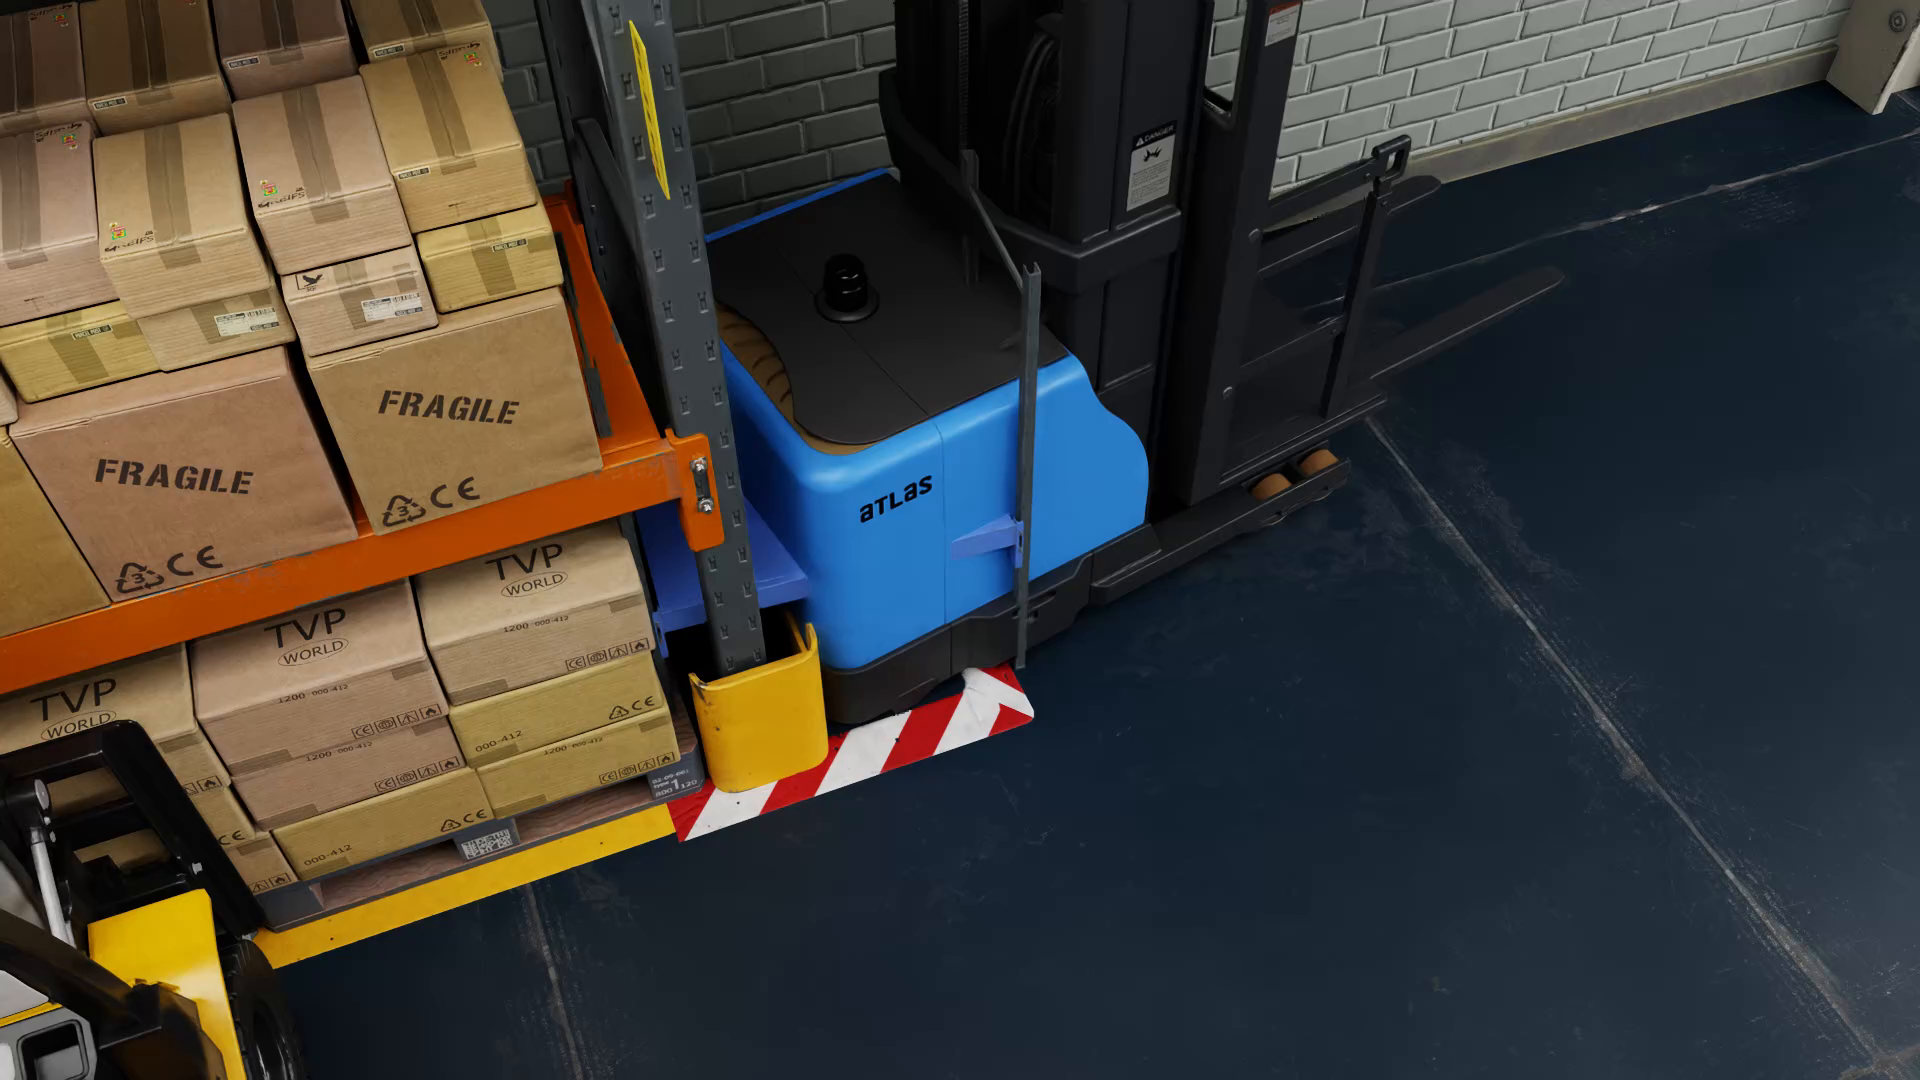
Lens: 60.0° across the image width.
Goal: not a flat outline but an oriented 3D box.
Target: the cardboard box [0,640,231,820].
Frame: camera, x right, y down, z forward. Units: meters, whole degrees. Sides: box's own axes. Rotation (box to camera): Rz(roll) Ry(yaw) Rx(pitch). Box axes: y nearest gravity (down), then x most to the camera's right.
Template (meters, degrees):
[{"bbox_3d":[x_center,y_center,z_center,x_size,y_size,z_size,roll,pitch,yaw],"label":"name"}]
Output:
[{"bbox_3d":[-1.998,0.379,3.823,0.500,0.250,0.500,-17,51,-14],"label":"cardboard box"}]

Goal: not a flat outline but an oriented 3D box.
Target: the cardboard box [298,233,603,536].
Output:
[{"bbox_3d":[-1.112,-0.414,3.563,0.500,0.500,0.500,-18,52,-15],"label":"cardboard box"}]

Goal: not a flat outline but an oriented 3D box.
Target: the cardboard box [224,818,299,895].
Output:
[{"bbox_3d":[-2.002,0.682,4.223,0.500,0.250,0.500,-17,51,-14],"label":"cardboard box"}]

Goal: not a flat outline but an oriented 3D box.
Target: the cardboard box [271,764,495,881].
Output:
[{"bbox_3d":[-1.535,0.544,4.341,0.500,0.250,0.500,-17,52,-14],"label":"cardboard box"}]

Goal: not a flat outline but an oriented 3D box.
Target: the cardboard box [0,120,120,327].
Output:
[{"bbox_3d":[-1.715,-0.592,3.091,0.250,0.149,0.380,-17,51,-14],"label":"cardboard box"}]

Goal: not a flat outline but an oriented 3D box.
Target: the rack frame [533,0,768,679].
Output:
[{"bbox_3d":[-0.756,-0.707,3.880,0.127,3.000,1.000,-17,52,-14],"label":"rack frame"}]

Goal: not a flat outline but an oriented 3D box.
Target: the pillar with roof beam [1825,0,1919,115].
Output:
[{"bbox_3d":[5.441,-1.793,0.858,0.400,9.000,9.100,-17,52,-14],"label":"pillar with roof beam"}]

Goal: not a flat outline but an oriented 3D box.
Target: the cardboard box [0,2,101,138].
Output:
[{"bbox_3d":[-1.876,-0.904,3.360,0.250,0.149,0.380,-17,51,-14],"label":"cardboard box"}]

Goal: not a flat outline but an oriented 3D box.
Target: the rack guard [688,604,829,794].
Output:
[{"bbox_3d":[-0.734,0.100,4.834,0.348,0.500,1.175,-17,52,-14],"label":"rack guard"}]

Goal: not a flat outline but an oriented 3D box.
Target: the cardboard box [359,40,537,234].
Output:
[{"bbox_3d":[-1.008,-0.797,3.268,0.250,0.149,0.380,-17,51,-14],"label":"cardboard box"}]

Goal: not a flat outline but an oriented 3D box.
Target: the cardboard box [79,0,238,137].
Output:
[{"bbox_3d":[-1.642,-0.965,3.412,0.250,0.149,0.380,-16,51,-14],"label":"cardboard box"}]

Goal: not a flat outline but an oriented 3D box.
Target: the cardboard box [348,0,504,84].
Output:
[{"bbox_3d":[-1.148,-1.102,3.529,0.250,0.149,0.380,-18,52,-15],"label":"cardboard box"}]

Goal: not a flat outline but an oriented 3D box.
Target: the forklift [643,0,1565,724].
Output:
[{"bbox_3d":[0.642,-1.314,4.447,3.031,2.935,1.130,-26,54,-21],"label":"forklift"}]

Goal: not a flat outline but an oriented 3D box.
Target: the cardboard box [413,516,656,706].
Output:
[{"bbox_3d":[-1.064,0.077,4.083,0.500,0.250,0.500,-16,51,-13],"label":"cardboard box"}]

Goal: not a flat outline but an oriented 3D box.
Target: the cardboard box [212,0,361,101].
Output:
[{"bbox_3d":[-1.417,-1.069,3.502,0.250,0.149,0.380,-16,51,-13],"label":"cardboard box"}]

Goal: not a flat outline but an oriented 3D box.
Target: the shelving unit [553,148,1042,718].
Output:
[{"bbox_3d":[-0.385,-0.170,4.404,1.048,1.500,0.538,-14,50,-12],"label":"shelving unit"}]

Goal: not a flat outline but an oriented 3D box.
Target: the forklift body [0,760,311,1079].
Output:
[{"bbox_3d":[-1.822,1.394,2.635,1.214,2.155,2.313,-17,52,-14],"label":"forklift body"}]

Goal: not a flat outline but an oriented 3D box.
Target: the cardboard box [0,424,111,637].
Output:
[{"bbox_3d":[-2.070,-0.125,3.314,0.500,0.500,0.500,-18,52,-15],"label":"cardboard box"}]

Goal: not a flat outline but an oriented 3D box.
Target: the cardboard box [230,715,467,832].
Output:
[{"bbox_3d":[-1.557,0.384,4.149,0.500,0.250,0.500,-18,52,-15],"label":"cardboard box"}]

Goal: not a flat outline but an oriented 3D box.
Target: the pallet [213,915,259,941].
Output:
[{"bbox_3d":[-2.576,0.797,4.426,1.213,0.211,1.003,-17,52,-14],"label":"pallet"}]

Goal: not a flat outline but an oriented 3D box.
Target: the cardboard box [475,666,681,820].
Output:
[{"bbox_3d":[-1.071,0.408,4.458,0.500,0.250,0.500,-17,51,-14],"label":"cardboard box"}]

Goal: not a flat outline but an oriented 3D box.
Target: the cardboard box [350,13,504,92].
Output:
[{"bbox_3d":[-1.168,-1.036,3.669,0.250,0.149,0.380,-18,52,-15],"label":"cardboard box"}]

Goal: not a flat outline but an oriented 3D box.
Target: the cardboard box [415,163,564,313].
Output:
[{"bbox_3d":[-0.971,-0.655,3.342,0.250,0.149,0.380,-17,51,-14],"label":"cardboard box"}]

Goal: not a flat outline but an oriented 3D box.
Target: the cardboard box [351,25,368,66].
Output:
[{"bbox_3d":[-1.372,-0.921,3.570,0.250,0.149,0.380,-17,52,-14],"label":"cardboard box"}]

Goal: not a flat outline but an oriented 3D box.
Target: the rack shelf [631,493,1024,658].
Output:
[{"bbox_3d":[-0.384,-0.052,4.540,1.000,0.185,0.538,-14,50,-12],"label":"rack shelf"}]

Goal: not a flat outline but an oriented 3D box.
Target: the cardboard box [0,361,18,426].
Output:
[{"bbox_3d":[-1.923,-0.356,3.085,0.250,0.149,0.380,-19,52,-15],"label":"cardboard box"}]

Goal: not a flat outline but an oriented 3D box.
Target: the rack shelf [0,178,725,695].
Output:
[{"bbox_3d":[-2.607,0.101,3.660,4.000,0.370,1.077,-17,52,-14],"label":"rack shelf"}]

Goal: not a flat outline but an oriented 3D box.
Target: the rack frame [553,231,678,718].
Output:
[{"bbox_3d":[-0.868,-0.050,4.303,0.032,1.500,0.500,-14,50,-12],"label":"rack frame"}]

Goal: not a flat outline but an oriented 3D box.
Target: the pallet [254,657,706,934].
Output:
[{"bbox_3d":[-1.448,0.450,4.724,1.213,0.211,1.003,-17,52,-14],"label":"pallet"}]

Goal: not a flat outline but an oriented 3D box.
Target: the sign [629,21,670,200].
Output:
[{"bbox_3d":[-0.564,-0.777,3.020,0.005,0.325,0.100,-17,52,-14],"label":"sign"}]

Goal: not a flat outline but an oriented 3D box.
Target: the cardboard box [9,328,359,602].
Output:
[{"bbox_3d":[-1.596,-0.272,3.440,0.500,0.500,0.500,-16,51,-13],"label":"cardboard box"}]

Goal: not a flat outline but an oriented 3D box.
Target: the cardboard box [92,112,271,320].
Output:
[{"bbox_3d":[-1.456,-0.611,3.108,0.250,0.149,0.380,-16,51,-13],"label":"cardboard box"}]

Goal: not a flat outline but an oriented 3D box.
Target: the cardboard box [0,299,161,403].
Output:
[{"bbox_3d":[-1.693,-0.466,3.180,0.250,0.149,0.380,-18,52,-15],"label":"cardboard box"}]

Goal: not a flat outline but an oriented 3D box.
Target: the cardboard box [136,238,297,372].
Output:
[{"bbox_3d":[-1.460,-0.529,3.234,0.250,0.149,0.380,-16,51,-14],"label":"cardboard box"}]

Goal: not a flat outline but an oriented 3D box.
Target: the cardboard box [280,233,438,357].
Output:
[{"bbox_3d":[-1.196,-0.561,3.261,0.250,0.149,0.380,-16,51,-14],"label":"cardboard box"}]

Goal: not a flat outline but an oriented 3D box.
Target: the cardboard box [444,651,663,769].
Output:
[{"bbox_3d":[-1.088,0.248,4.266,0.500,0.250,0.500,-18,52,-15],"label":"cardboard box"}]

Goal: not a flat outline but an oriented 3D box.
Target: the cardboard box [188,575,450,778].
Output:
[{"bbox_3d":[-1.535,0.228,3.954,0.500,0.250,0.500,-16,51,-14],"label":"cardboard box"}]

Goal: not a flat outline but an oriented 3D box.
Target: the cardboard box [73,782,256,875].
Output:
[{"bbox_3d":[-2.027,0.547,4.009,0.500,0.250,0.500,-18,52,-15],"label":"cardboard box"}]

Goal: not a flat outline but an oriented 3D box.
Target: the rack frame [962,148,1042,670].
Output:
[{"bbox_3d":[0.098,-0.291,4.506,0.032,1.500,0.500,-14,50,-12],"label":"rack frame"}]

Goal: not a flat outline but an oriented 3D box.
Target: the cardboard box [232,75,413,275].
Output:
[{"bbox_3d":[-1.224,-0.705,3.188,0.250,0.149,0.380,-17,51,-14],"label":"cardboard box"}]
